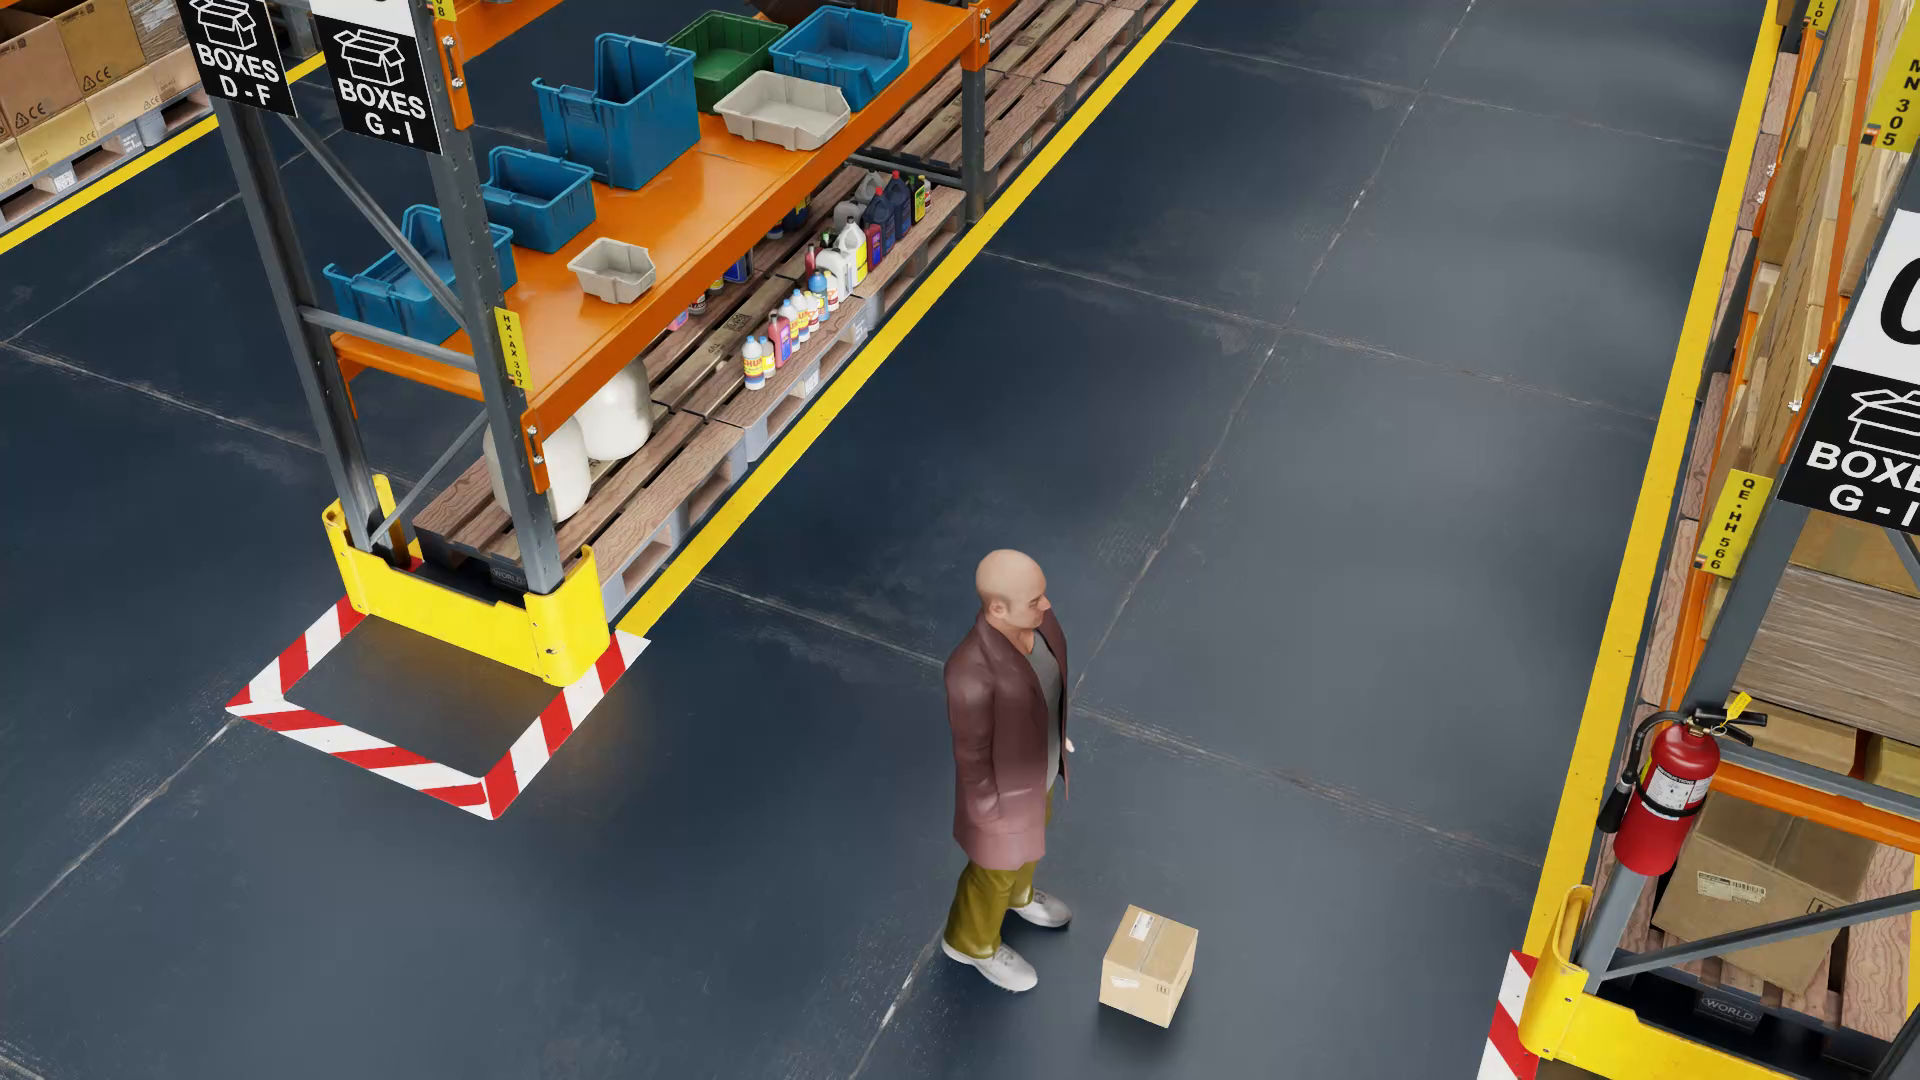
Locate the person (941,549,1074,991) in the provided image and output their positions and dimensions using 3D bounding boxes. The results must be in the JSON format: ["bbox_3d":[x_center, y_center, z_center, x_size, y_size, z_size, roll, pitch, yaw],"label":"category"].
[{"bbox_3d":[0.175,0.802,5.417,0.379,1.580,0.563,18,45,19],"label":"person"}]
